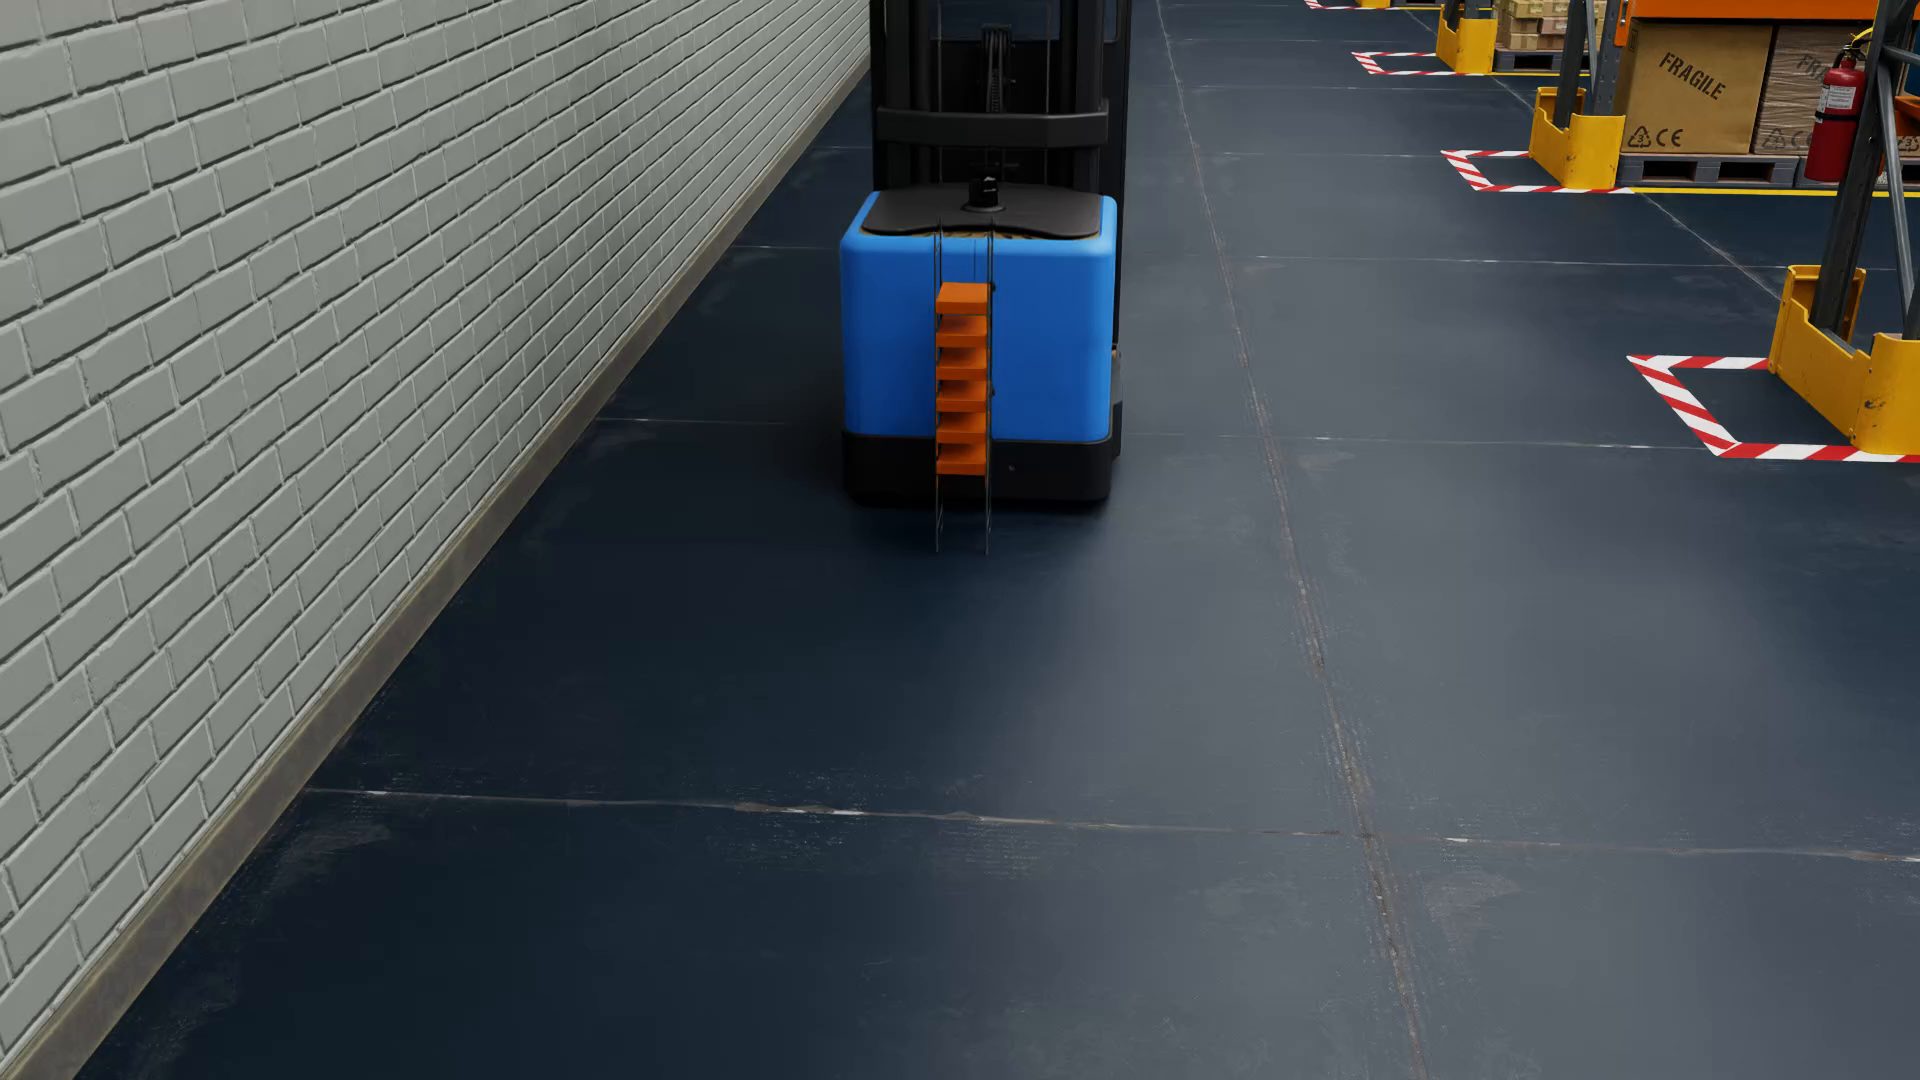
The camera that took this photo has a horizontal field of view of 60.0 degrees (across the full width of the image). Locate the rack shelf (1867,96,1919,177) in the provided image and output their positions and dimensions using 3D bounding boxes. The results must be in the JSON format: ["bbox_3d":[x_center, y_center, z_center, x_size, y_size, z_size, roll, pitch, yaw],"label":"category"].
[{"bbox_3d":[6.056,-1.579,6.953,4.000,0.370,1.077,2,25,4],"label":"rack shelf"}]

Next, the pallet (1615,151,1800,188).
[{"bbox_3d":[5.244,-2.774,12.026,1.213,0.211,1.003,2,25,4],"label":"pallet"}]

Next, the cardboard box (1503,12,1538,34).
[{"bbox_3d":[5.424,-5.005,16.091,0.250,0.149,0.380,3,25,6],"label":"cardboard box"}]

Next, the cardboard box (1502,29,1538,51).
[{"bbox_3d":[5.419,-4.843,16.095,0.250,0.149,0.380,2,25,5],"label":"cardboard box"}]

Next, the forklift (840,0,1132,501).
[{"bbox_3d":[0.191,-2.062,7.224,1.130,2.935,3.031,2,25,5],"label":"forklift"}]

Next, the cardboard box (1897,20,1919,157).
[{"bbox_3d":[6.880,-3.215,11.687,0.875,0.875,0.875,2,25,4],"label":"cardboard box"}]

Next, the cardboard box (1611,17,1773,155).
[{"bbox_3d":[5.085,-3.272,11.812,0.875,0.875,0.875,2,25,4],"label":"cardboard box"}]

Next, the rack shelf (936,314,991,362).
[{"bbox_3d":[0.014,-0.722,5.916,0.180,0.103,0.258,2,25,4],"label":"rack shelf"}]

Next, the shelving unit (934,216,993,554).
[{"bbox_3d":[0.014,-0.545,5.998,0.189,1.200,0.258,2,25,4],"label":"shelving unit"}]

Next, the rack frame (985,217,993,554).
[{"bbox_3d":[0.106,-0.542,5.992,0.006,1.200,0.240,2,25,4],"label":"rack frame"}]

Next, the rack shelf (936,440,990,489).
[{"bbox_3d":[0.014,-0.286,6.117,0.180,0.103,0.258,2,25,4],"label":"rack shelf"}]

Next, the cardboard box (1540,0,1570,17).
[{"bbox_3d":[5.702,-5.147,16.043,0.250,0.149,0.380,2,25,5],"label":"cardboard box"}]

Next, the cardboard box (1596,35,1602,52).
[{"bbox_3d":[6.181,-4.810,16.023,0.250,0.149,0.380,2,25,5],"label":"cardboard box"}]

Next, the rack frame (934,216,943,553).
[{"bbox_3d":[-0.077,-0.548,6.005,0.006,1.200,0.240,2,25,4],"label":"rack frame"}]

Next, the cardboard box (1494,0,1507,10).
[{"bbox_3d":[5.469,-5.352,16.490,0.250,0.149,0.380,2,25,5],"label":"cardboard box"}]

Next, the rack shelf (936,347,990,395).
[{"bbox_3d":[0.014,-0.613,5.967,0.180,0.103,0.258,2,25,4],"label":"rack shelf"}]

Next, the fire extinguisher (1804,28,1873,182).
[{"bbox_3d":[3.946,-1.959,7.458,0.183,0.674,0.296,2,25,4],"label":"fire extinguisher"}]

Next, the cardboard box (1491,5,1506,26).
[{"bbox_3d":[5.470,-5.231,16.581,0.250,0.149,0.380,1,25,3],"label":"cardboard box"}]

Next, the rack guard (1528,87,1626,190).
[{"bbox_3d":[4.417,-2.899,11.952,0.348,0.500,1.175,2,25,4],"label":"rack guard"}]

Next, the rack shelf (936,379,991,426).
[{"bbox_3d":[0.014,-0.504,6.017,0.180,0.103,0.258,2,25,4],"label":"rack shelf"}]

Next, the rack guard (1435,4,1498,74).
[{"bbox_3d":[4.997,-4.960,16.431,0.348,0.500,1.175,2,25,4],"label":"rack guard"}]

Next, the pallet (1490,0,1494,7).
[{"bbox_3d":[7.216,-6.864,20.915,1.213,0.211,1.003,2,25,4],"label":"pallet"}]

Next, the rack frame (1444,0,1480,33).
[{"bbox_3d":[4.922,-6.098,15.914,0.127,3.000,1.000,2,25,4],"label":"rack frame"}]

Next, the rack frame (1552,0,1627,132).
[{"bbox_3d":[4.441,-4.034,11.428,0.127,3.000,1.000,2,25,4],"label":"rack frame"}]

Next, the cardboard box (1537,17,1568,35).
[{"bbox_3d":[5.693,-4.973,16.021,0.250,0.149,0.380,2,25,4],"label":"cardboard box"}]

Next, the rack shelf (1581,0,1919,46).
[{"bbox_3d":[6.435,-3.643,11.439,4.000,0.370,1.077,2,25,4],"label":"rack shelf"}]

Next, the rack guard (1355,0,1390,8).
[{"bbox_3d":[5.176,-7.029,20.929,0.348,0.500,1.175,2,25,4],"label":"rack guard"}]

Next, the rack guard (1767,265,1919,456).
[{"bbox_3d":[4.037,-0.829,7.454,0.348,0.500,1.175,2,25,4],"label":"rack guard"}]

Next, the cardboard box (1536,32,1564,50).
[{"bbox_3d":[5.687,-4.869,16.151,0.250,0.149,0.380,2,25,4],"label":"cardboard box"}]

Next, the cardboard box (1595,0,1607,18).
[{"bbox_3d":[6.197,-5.112,15.967,0.250,0.149,0.380,1,25,1],"label":"cardboard box"}]

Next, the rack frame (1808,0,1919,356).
[{"bbox_3d":[4.062,-1.970,6.942,0.127,3.000,1.000,2,25,4],"label":"rack frame"}]

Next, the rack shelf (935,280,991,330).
[{"bbox_3d":[0.014,-0.831,5.866,0.180,0.103,0.258,2,25,4],"label":"rack shelf"}]

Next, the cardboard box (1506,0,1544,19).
[{"bbox_3d":[5.418,-5.105,15.953,0.250,0.149,0.380,1,25,2],"label":"cardboard box"}]

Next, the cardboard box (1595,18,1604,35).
[{"bbox_3d":[6.191,-4.948,15.968,0.250,0.149,0.380,3,25,6],"label":"cardboard box"}]

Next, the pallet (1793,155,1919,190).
[{"bbox_3d":[6.457,-2.734,11.939,1.213,0.211,1.003,2,25,4],"label":"pallet"}]

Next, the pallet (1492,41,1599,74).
[{"bbox_3d":[5.805,-4.788,16.403,1.213,0.211,1.003,2,25,4],"label":"pallet"}]

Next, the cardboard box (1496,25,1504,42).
[{"bbox_3d":[5.462,-5.064,16.574,0.250,0.149,0.380,2,25,5],"label":"cardboard box"}]

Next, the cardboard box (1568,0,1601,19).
[{"bbox_3d":[5.943,-5.085,15.910,0.250,0.149,0.380,2,25,4],"label":"cardboard box"}]

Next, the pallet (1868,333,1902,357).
[{"bbox_3d":[4.881,-0.660,7.432,1.213,0.211,1.003,2,25,4],"label":"pallet"}]

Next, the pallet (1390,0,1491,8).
[{"bbox_3d":[6.003,-6.904,21.003,1.213,0.211,1.003,2,25,4],"label":"pallet"}]

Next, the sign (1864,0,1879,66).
[{"bbox_3d":[4.088,-2.273,7.407,0.005,0.325,0.100,2,25,4],"label":"sign"}]

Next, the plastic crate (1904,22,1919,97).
[{"bbox_3d":[4.410,-2.080,7.068,0.499,0.435,0.616,2,25,4],"label":"plastic crate"}]

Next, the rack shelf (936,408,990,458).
[{"bbox_3d":[0.014,-0.395,6.067,0.180,0.103,0.258,2,25,4],"label":"rack shelf"}]

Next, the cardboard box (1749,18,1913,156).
[{"bbox_3d":[5.993,-3.243,11.749,0.875,0.875,0.875,2,25,4],"label":"cardboard box"}]

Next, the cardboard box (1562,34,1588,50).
[{"bbox_3d":[5.935,-4.864,16.140,0.250,0.149,0.380,2,25,5],"label":"cardboard box"}]
